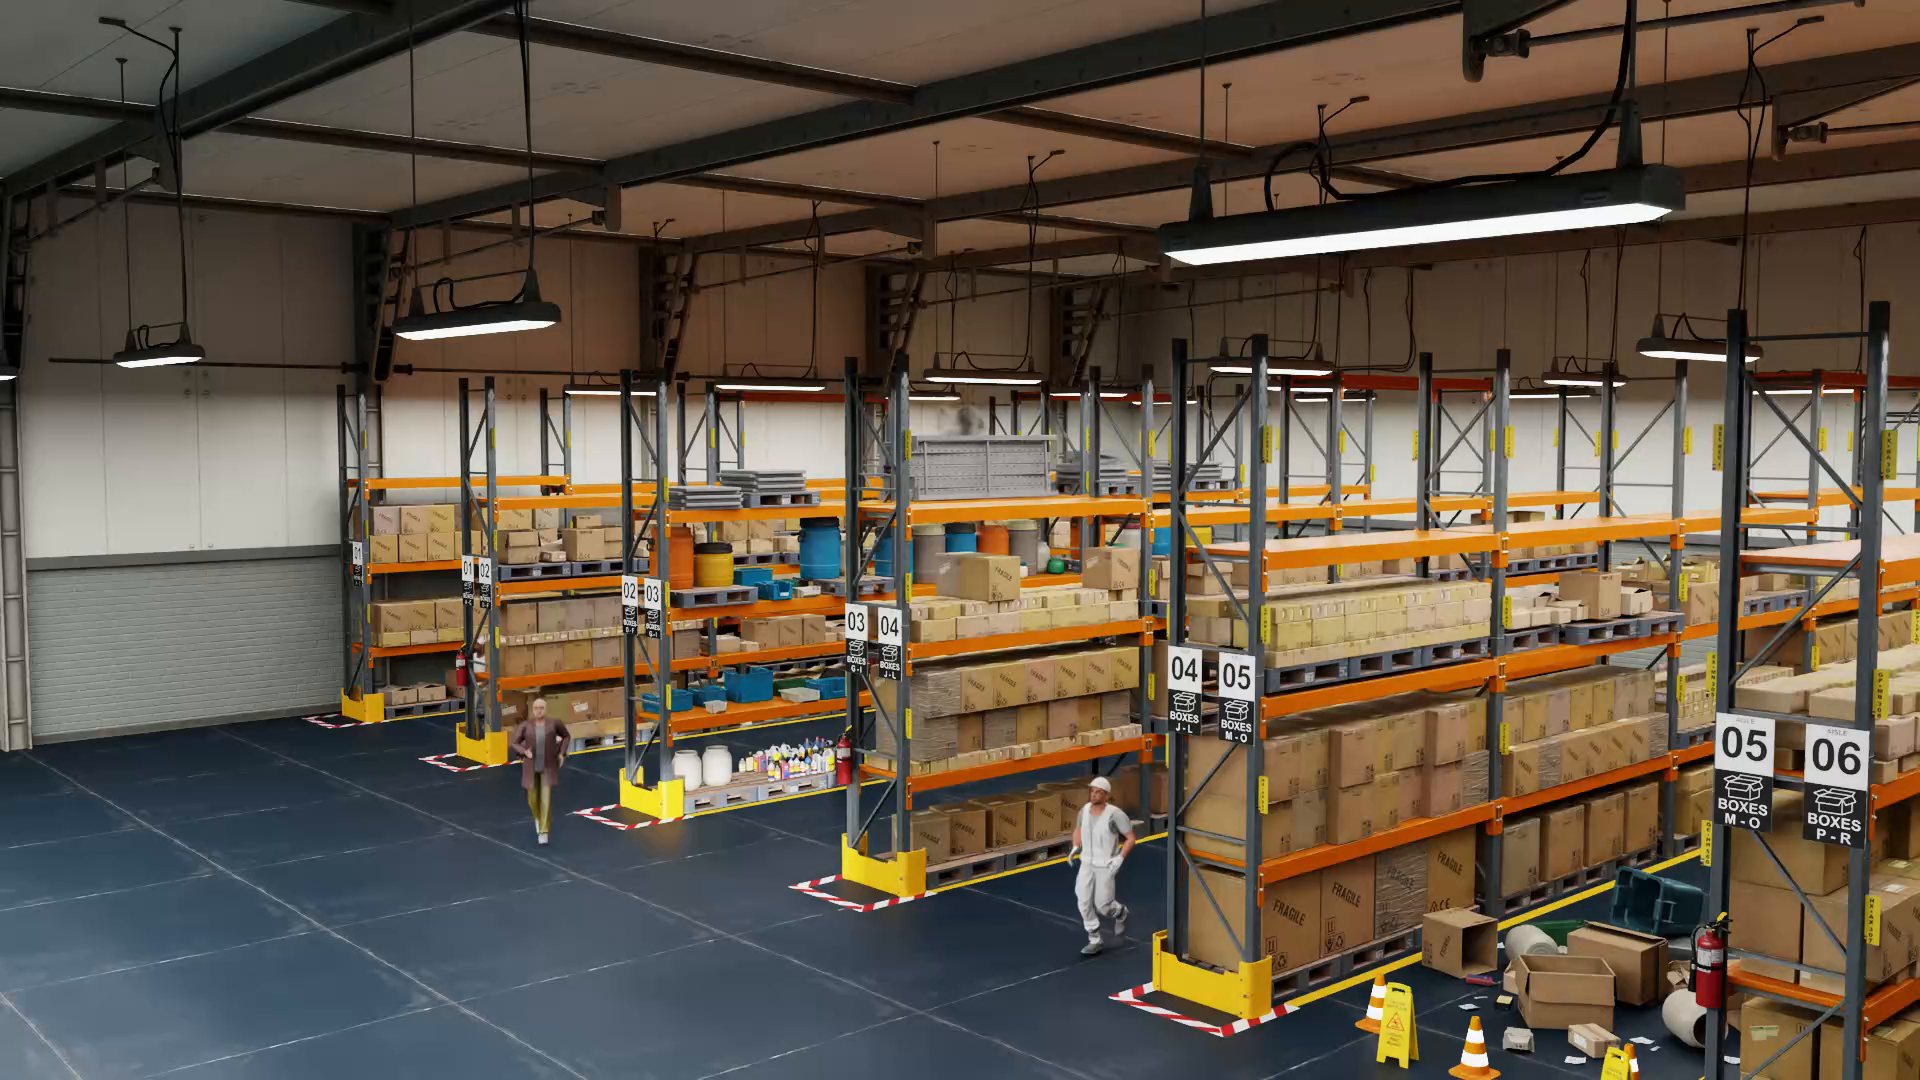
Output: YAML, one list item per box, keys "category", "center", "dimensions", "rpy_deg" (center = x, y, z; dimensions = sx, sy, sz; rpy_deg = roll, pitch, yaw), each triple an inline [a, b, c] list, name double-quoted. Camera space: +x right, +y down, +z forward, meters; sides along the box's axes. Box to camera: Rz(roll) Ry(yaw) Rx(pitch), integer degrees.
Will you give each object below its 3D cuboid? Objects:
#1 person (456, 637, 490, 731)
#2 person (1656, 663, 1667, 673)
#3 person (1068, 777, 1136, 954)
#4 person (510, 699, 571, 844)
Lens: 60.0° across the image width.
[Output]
- category: "person"
  center: [-8.046, 2.478, 27.813]
  dimensions: [0.695, 1.716, 0.737]
  rpy_deg: [3, 5, 35]
- category: "person"
  center: [10.375, 2.670, 24.590]
  dimensions: [0.991, 1.698, 0.672]
  rpy_deg: [-3, 5, -43]
- category: "person"
  center: [1.425, 3.203, 16.509]
  dimensions: [0.704, 1.736, 0.640]
  rpy_deg: [3, 5, 36]
- category: "person"
  center: [-5.303, 2.885, 21.010]
  dimensions: [0.730, 1.763, 0.921]
  rpy_deg: [-1, 4, -8]
